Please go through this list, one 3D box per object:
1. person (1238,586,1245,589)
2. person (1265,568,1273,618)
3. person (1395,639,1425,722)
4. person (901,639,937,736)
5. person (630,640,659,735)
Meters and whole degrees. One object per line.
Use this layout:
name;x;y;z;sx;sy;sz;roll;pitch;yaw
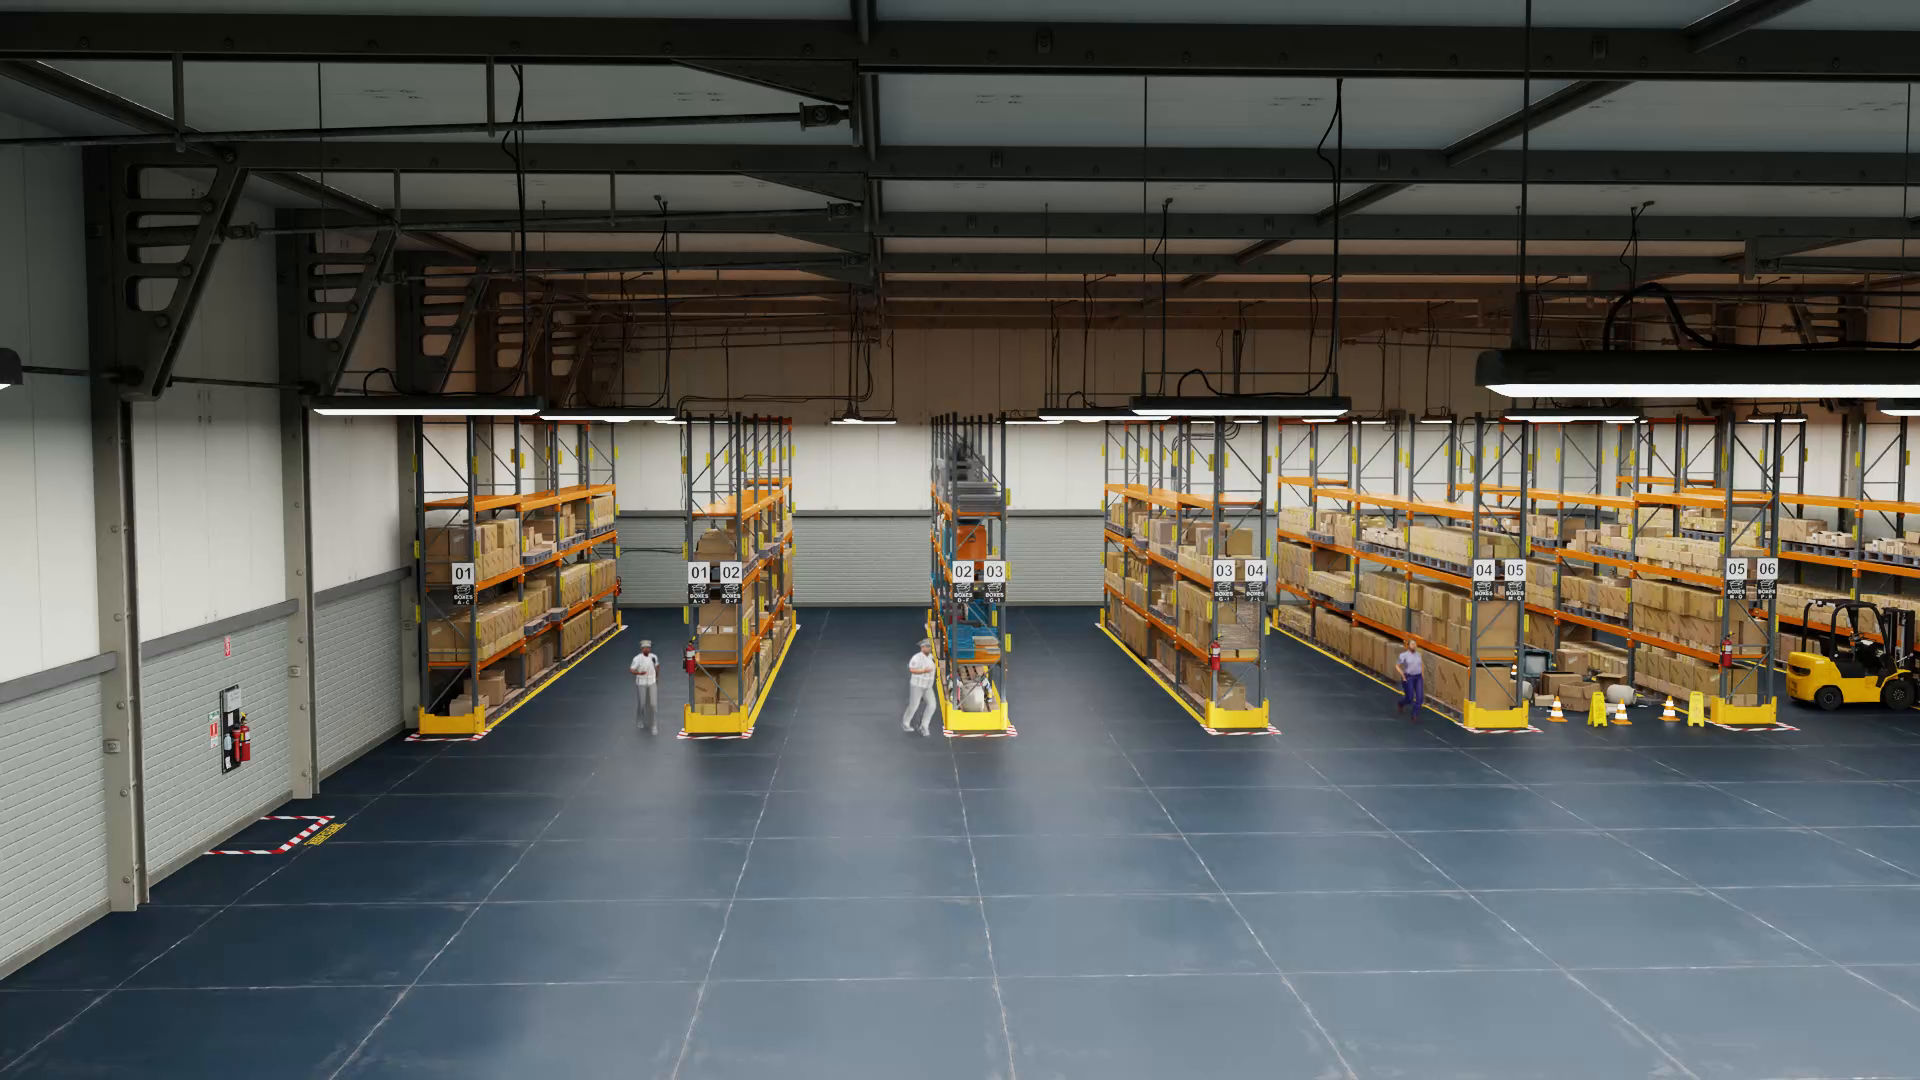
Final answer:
person;7.808;1.732;47.219;0.601;1.587;0.613;2;4;24
person;8.884;1.600;48.715;0.784;1.675;0.585;-1;4;-20
person;8.791;2.724;32.349;0.599;1.589;0.597;-1;4;-12
person;-0.696;2.751;30.974;0.657;1.855;0.764;-3;5;-40
person;-5.911;2.742;31.243;0.582;1.745;0.804;-1;4;-19
